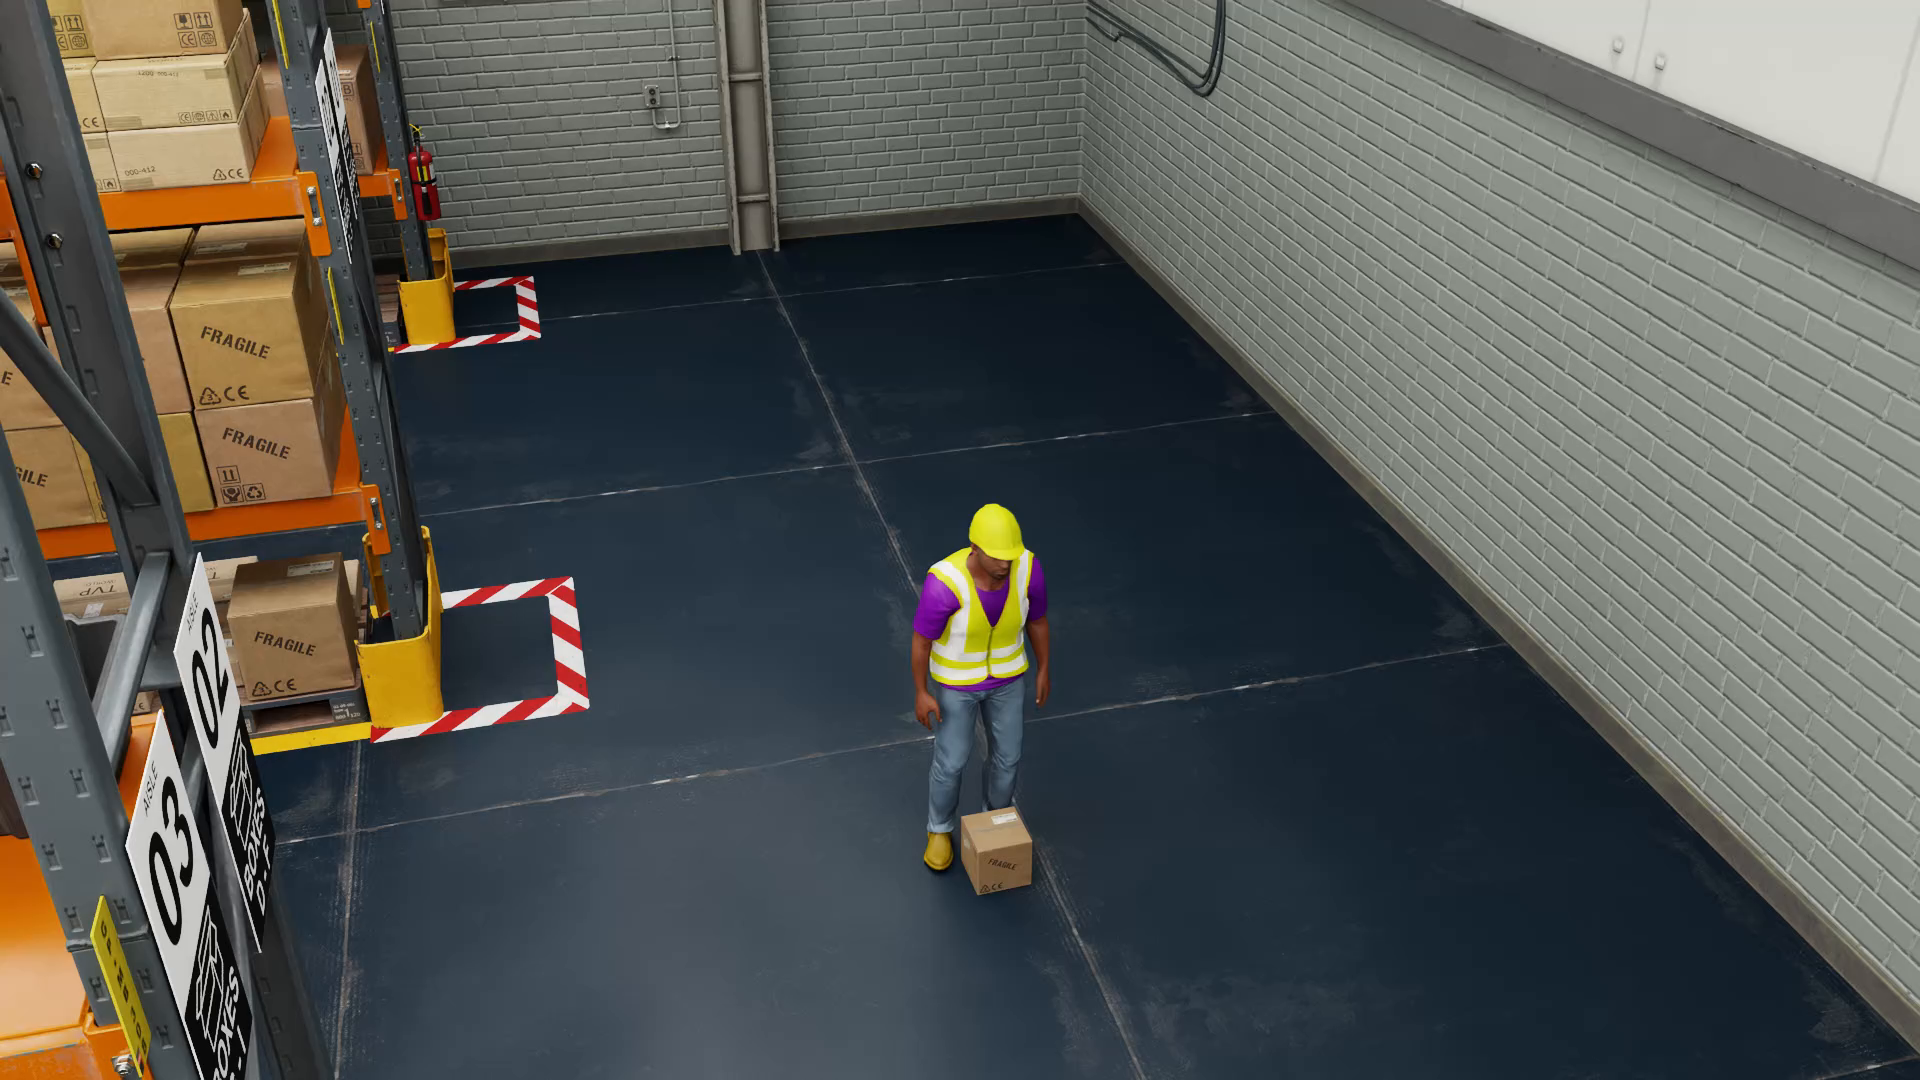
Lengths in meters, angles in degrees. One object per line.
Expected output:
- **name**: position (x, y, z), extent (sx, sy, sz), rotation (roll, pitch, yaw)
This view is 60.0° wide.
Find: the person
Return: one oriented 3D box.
- **person**: position (0.101, 0.610, 7.170), extent (0.634, 1.759, 0.460), rotation (-10, 31, -16)
